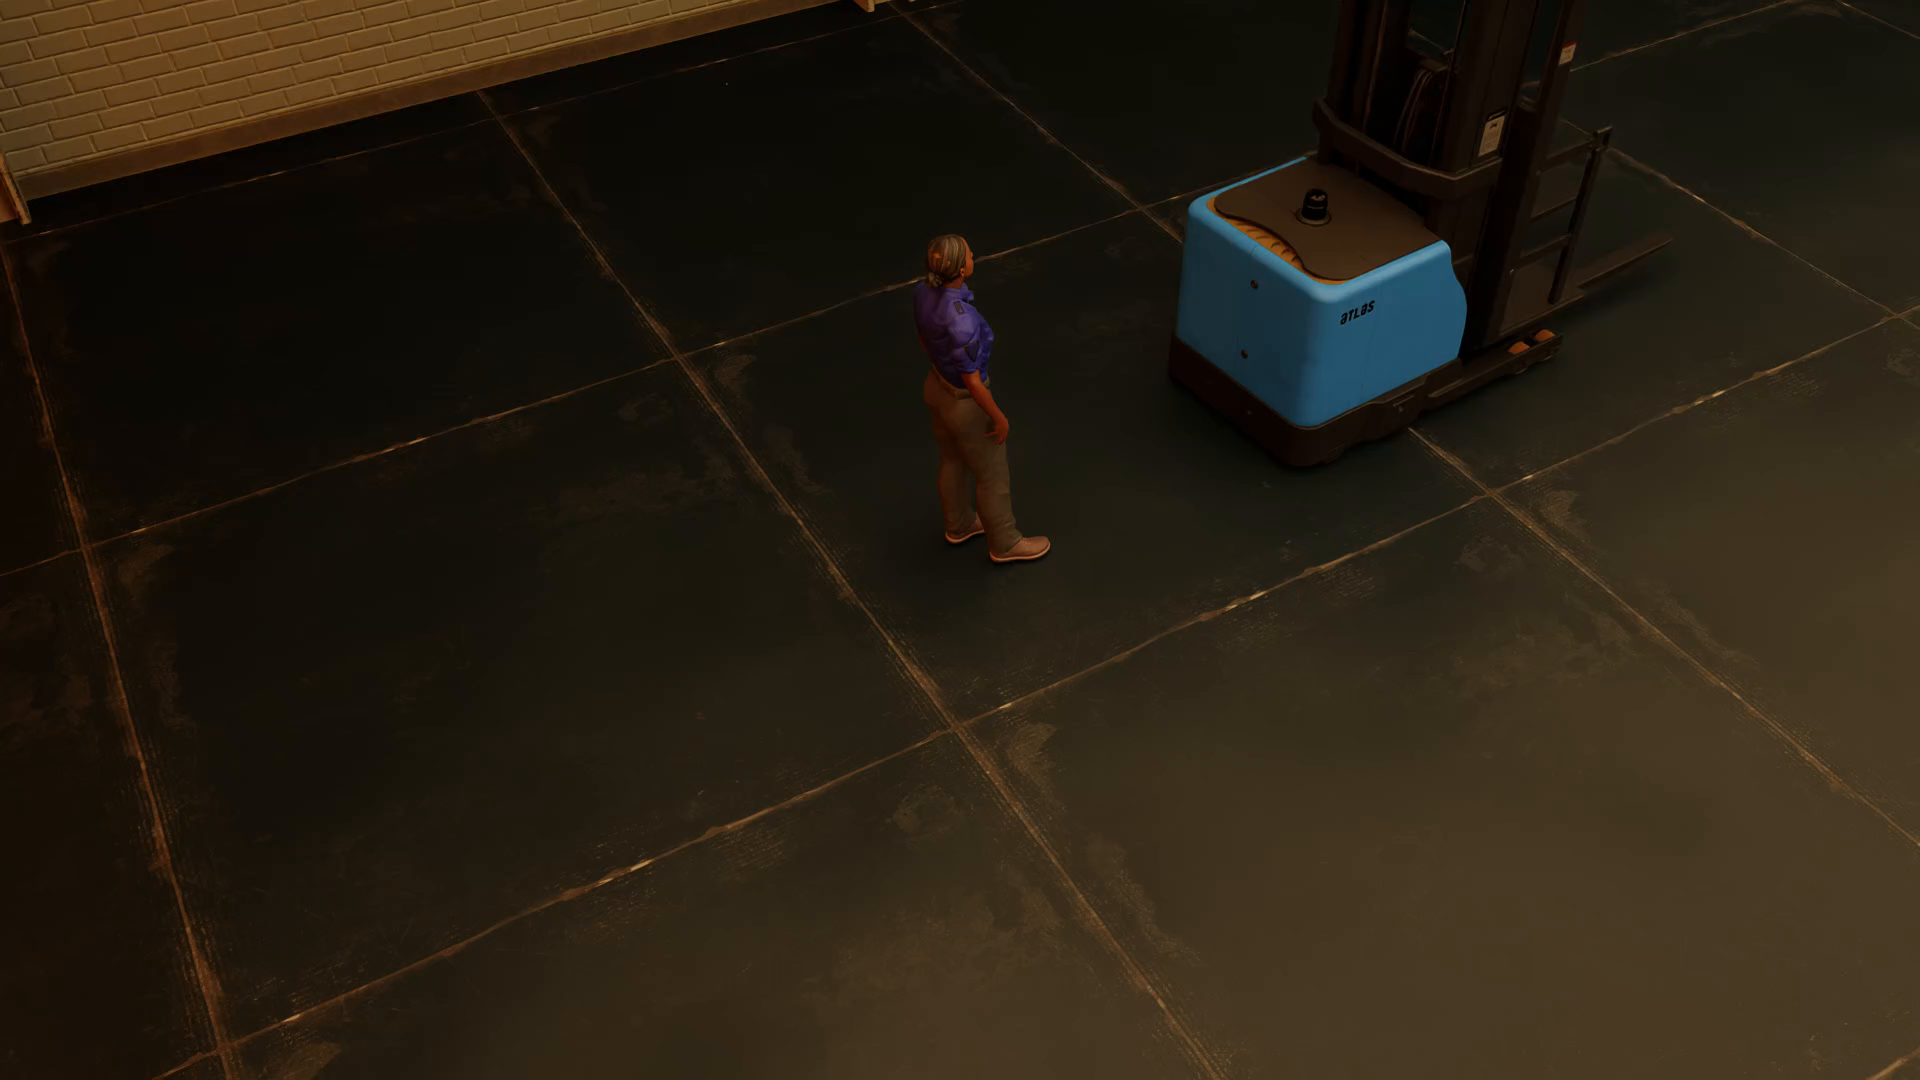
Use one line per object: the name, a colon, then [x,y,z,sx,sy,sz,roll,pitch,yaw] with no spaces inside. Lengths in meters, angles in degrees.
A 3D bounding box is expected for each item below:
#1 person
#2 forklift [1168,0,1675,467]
person: [0.086,-0.630,7.305,0.503,1.656,0.569,-21,47,-21]
forklift: [2.593,-2.226,8.099,3.031,2.935,1.130,-25,48,-25]
